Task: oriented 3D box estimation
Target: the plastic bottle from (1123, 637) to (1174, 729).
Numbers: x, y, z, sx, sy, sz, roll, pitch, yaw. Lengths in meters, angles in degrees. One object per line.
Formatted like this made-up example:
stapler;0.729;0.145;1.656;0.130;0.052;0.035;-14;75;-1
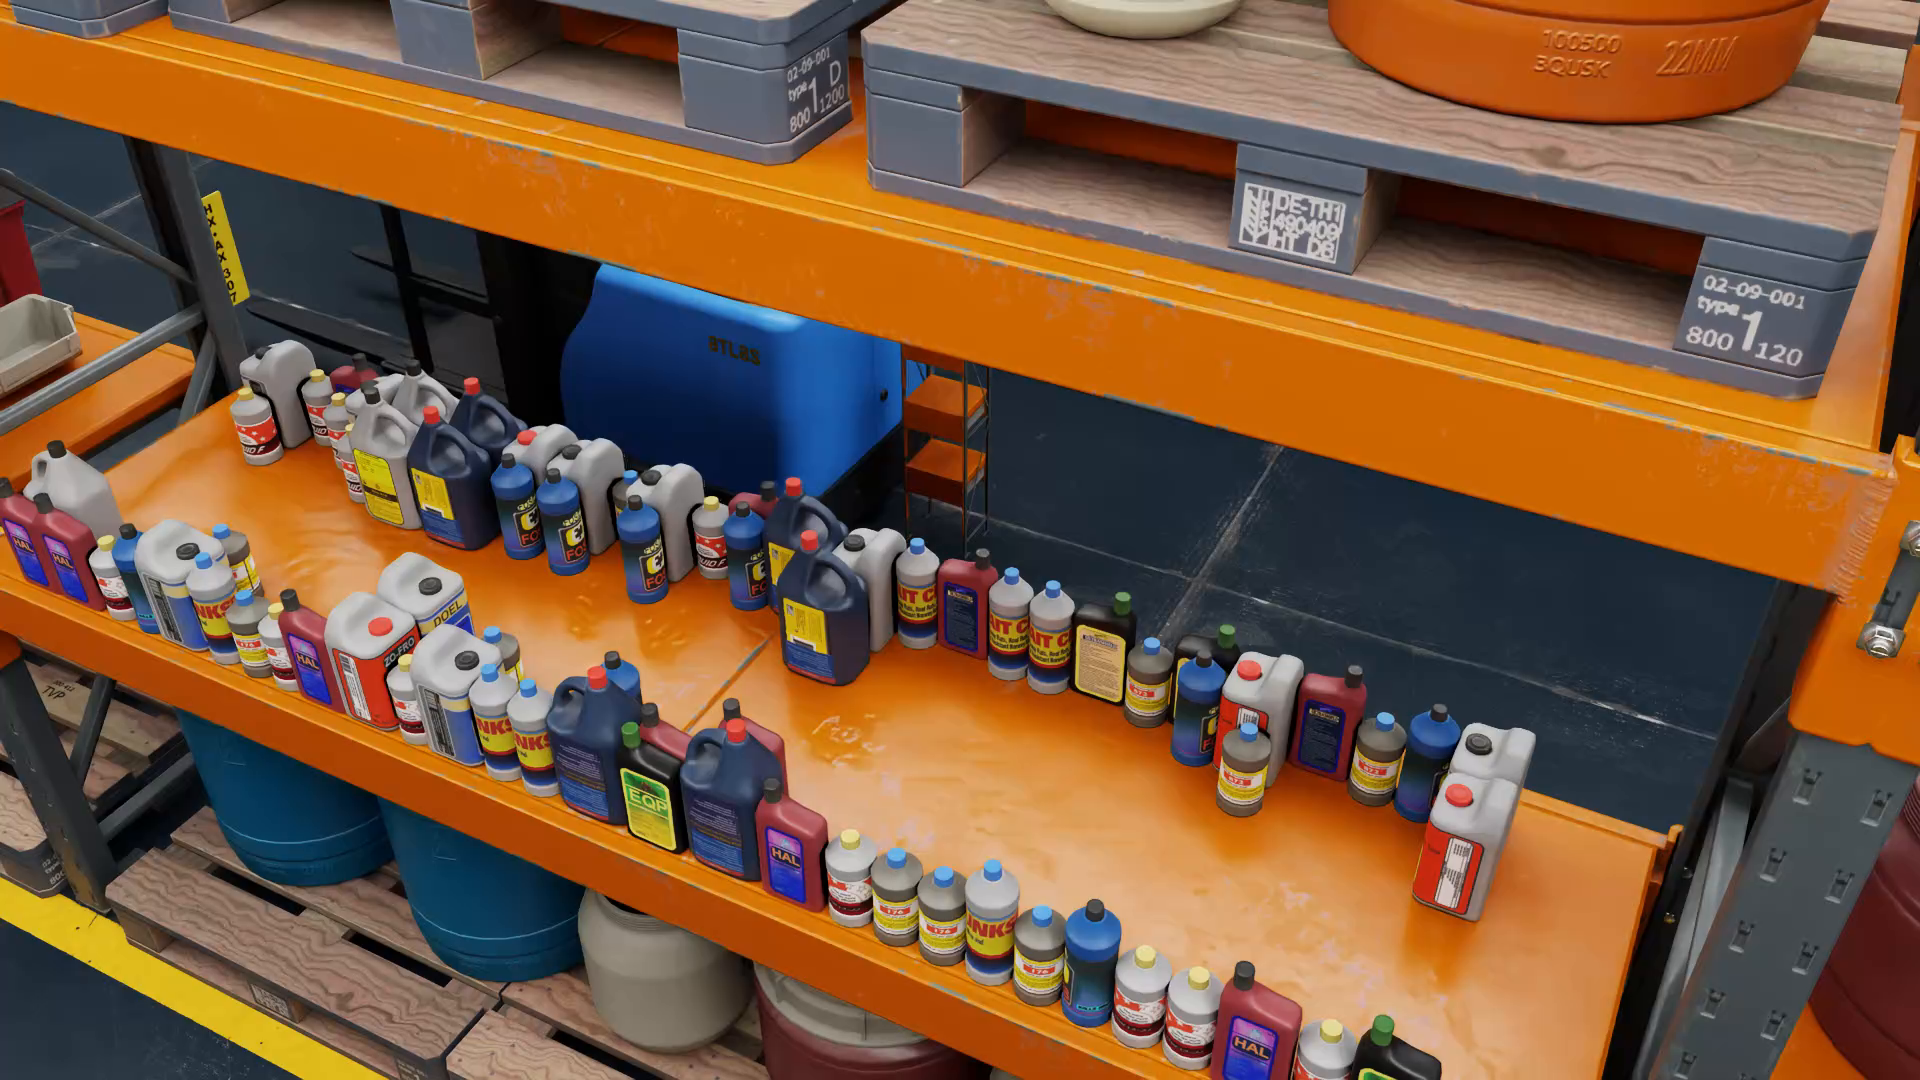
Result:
plastic bottle;0.402;0.295;3.544;0.097;0.201;0.097;0;37;0

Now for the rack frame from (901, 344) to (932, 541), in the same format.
rack frame;-0.156;-0.467;5.997;0.008;1.050;0.200;17;41;21

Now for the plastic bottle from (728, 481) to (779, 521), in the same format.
plastic bottle;-0.472;-0.023;3.896;0.133;0.283;0.061;17;41;21

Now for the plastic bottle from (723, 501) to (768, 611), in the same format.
plastic bottle;-0.492;0.029;3.837;0.097;0.271;0.097;0;37;0

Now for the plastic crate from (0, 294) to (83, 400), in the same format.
plastic crate;-2.642;-0.514;4.615;0.243;0.136;0.396;17;41;21

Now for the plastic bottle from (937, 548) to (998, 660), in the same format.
plastic bottle;0.017;0.130;3.695;0.133;0.283;0.061;17;41;21

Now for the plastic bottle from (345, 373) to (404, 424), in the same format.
plastic bottle;-1.471;-0.302;4.270;0.135;0.276;0.152;17;41;21

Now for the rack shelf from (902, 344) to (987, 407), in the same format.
rack shelf;-0.048;-0.651;5.787;0.240;0.259;0.215;17;41;21

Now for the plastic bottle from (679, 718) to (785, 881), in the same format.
plastic bottle;-0.435;0.475;3.185;0.185;0.351;0.144;17;41;21

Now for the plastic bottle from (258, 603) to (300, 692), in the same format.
plastic bottle;-1.470;0.226;3.636;0.097;0.201;0.097;0;37;0

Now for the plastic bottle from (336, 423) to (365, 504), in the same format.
plastic bottle;-1.512;-0.200;4.198;0.097;0.201;0.097;0;37;0

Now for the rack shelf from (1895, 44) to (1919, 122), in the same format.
rack shelf;5.311;-1.094;5.805;4.000;0.370;1.077;17;41;21

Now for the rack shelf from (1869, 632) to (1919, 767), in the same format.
rack shelf;3.034;0.371;1.395;4.000;0.370;1.077;17;41;21

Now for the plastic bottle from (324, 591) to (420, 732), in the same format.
plastic bottle;-1.236;0.251;3.541;0.135;0.276;0.152;17;41;21

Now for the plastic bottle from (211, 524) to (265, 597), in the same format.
plastic bottle;-1.693;0.053;3.864;0.097;0.201;0.097;0;37;0

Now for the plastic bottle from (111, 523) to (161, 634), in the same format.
plastic bottle;-1.849;0.079;3.771;0.097;0.271;0.097;0;37;0

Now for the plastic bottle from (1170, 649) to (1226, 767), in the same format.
plastic bottle;0.493;0.337;3.431;0.097;0.271;0.097;0;37;0

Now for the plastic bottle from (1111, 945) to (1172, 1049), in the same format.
plastic bottle;0.317;0.785;2.899;0.097;0.201;0.097;0;37;0

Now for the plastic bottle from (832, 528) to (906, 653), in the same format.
plastic bottle;-0.209;0.093;3.749;0.135;0.276;0.152;17;41;21

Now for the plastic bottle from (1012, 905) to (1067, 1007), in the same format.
plastic bottle;0.144;0.731;2.970;0.097;0.201;0.097;0;37;0

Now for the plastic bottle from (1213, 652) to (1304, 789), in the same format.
plastic bottle;0.611;0.350;3.411;0.135;0.276;0.152;17;41;21

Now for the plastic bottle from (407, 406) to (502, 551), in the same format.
plastic bottle;-1.230;-0.161;4.022;0.185;0.351;0.144;17;41;21

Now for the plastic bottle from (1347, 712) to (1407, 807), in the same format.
plastic bottle;0.845;0.434;3.362;0.097;0.201;0.097;0;37;0

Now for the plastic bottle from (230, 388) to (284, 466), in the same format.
plastic bottle;-1.836;-0.302;4.331;0.097;0.201;0.097;0;37;0

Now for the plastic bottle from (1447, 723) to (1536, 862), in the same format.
plastic bottle;1.022;0.478;3.241;0.135;0.276;0.152;17;41;21

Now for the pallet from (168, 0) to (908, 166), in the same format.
pallet;-0.545;-1.030;2.801;1.213;0.211;1.003;17;41;21

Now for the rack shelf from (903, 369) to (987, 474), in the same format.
rack shelf;-0.048;-0.425;5.959;0.240;0.259;0.215;17;41;21

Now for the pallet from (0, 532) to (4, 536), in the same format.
pallet;-4.052;0.199;5.813;1.213;0.211;1.003;17;41;21

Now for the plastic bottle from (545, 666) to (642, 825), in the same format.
plastic bottle;-0.717;0.386;3.301;0.185;0.351;0.144;17;41;21

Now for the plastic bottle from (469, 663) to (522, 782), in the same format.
plastic bottle;-0.940;0.364;3.396;0.097;0.271;0.097;0;37;0

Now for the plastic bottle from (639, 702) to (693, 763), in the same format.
plastic bottle;-0.567;0.447;3.277;0.133;0.283;0.061;17;41;21

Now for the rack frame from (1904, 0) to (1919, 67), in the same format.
rack frame;3.535;-1.936;6.320;0.127;3.000;1.000;17;41;21

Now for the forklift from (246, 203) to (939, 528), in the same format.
forklift;-1.620;-1.723;6.096;3.031;2.935;1.130;19;41;23

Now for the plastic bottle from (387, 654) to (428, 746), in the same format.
plastic bottle;-1.146;0.327;3.502;0.097;0.201;0.097;0;37;0

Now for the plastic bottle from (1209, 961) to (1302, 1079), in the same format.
plastic bottle;0.497;0.822;2.783;0.133;0.283;0.061;17;41;21

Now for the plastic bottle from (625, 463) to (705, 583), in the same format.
plastic bottle;-0.698;-0.060;3.951;0.135;0.276;0.152;17;41;21

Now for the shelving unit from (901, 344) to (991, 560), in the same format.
shelving unit;-0.048;-0.433;5.952;0.252;1.050;0.215;17;41;21

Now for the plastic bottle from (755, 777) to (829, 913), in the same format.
plastic bottle;-0.313;0.568;3.117;0.133;0.283;0.061;17;41;21

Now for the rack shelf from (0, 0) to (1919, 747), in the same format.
rack shelf;-0.518;-0.742;2.860;4.000;0.370;1.077;17;41;21

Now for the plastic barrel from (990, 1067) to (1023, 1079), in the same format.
plastic barrel;0.273;1.311;3.753;0.421;0.512;0.421;0;37;0

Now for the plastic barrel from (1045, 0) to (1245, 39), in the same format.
plastic barrel;0.238;-0.804;2.114;0.301;0.262;0.301;0;37;0

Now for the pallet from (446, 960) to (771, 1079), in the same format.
pallet;-0.541;1.297;4.367;1.213;0.211;1.003;17;41;21

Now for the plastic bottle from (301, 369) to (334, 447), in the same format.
plastic bottle;-1.680;-0.357;4.403;0.097;0.201;0.097;0;37;0

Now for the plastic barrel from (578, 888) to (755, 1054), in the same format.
plastic barrel;-0.730;0.997;4.167;0.421;0.512;0.421;0;37;0

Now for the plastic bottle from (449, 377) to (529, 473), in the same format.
plastic bottle;-1.163;-0.238;4.124;0.185;0.351;0.144;17;41;21

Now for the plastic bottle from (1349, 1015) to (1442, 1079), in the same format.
plastic bottle;0.702;0.886;2.699;0.133;0.283;0.061;17;41;21

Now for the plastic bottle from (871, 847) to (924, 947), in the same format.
plastic bottle;-0.115;0.650;3.077;0.097;0.201;0.097;0;37;0

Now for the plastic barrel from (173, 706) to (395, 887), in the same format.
plastic barrel;-1.819;0.440;4.578;0.708;0.901;0.600;17;41;21

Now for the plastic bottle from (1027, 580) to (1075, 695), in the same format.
plastic bottle;0.198;0.203;3.608;0.097;0.271;0.097;0;37;0

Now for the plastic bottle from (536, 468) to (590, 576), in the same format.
plastic bottle;-0.945;-0.051;3.942;0.097;0.271;0.097;0;37;0

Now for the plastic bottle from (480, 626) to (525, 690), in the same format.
plastic bottle;-0.989;0.273;3.574;0.097;0.201;0.097;0;37;0

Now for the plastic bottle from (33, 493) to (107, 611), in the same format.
plastic bottle;-2.046;0.025;3.832;0.133;0.283;0.061;17;41;21

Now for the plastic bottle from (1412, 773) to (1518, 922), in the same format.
plastic bottle;0.952;0.560;3.134;0.135;0.276;0.152;17;41;21

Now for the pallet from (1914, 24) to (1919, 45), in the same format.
pallet;6.572;-3.201;10.292;1.213;0.211;1.003;17;41;21

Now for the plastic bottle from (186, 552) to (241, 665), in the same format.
plastic bottle;-1.643;0.144;3.686;0.097;0.271;0.097;0;37;0

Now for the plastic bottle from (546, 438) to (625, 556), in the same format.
plastic bottle;-0.904;-0.125;4.036;0.135;0.276;0.152;17;41;21
